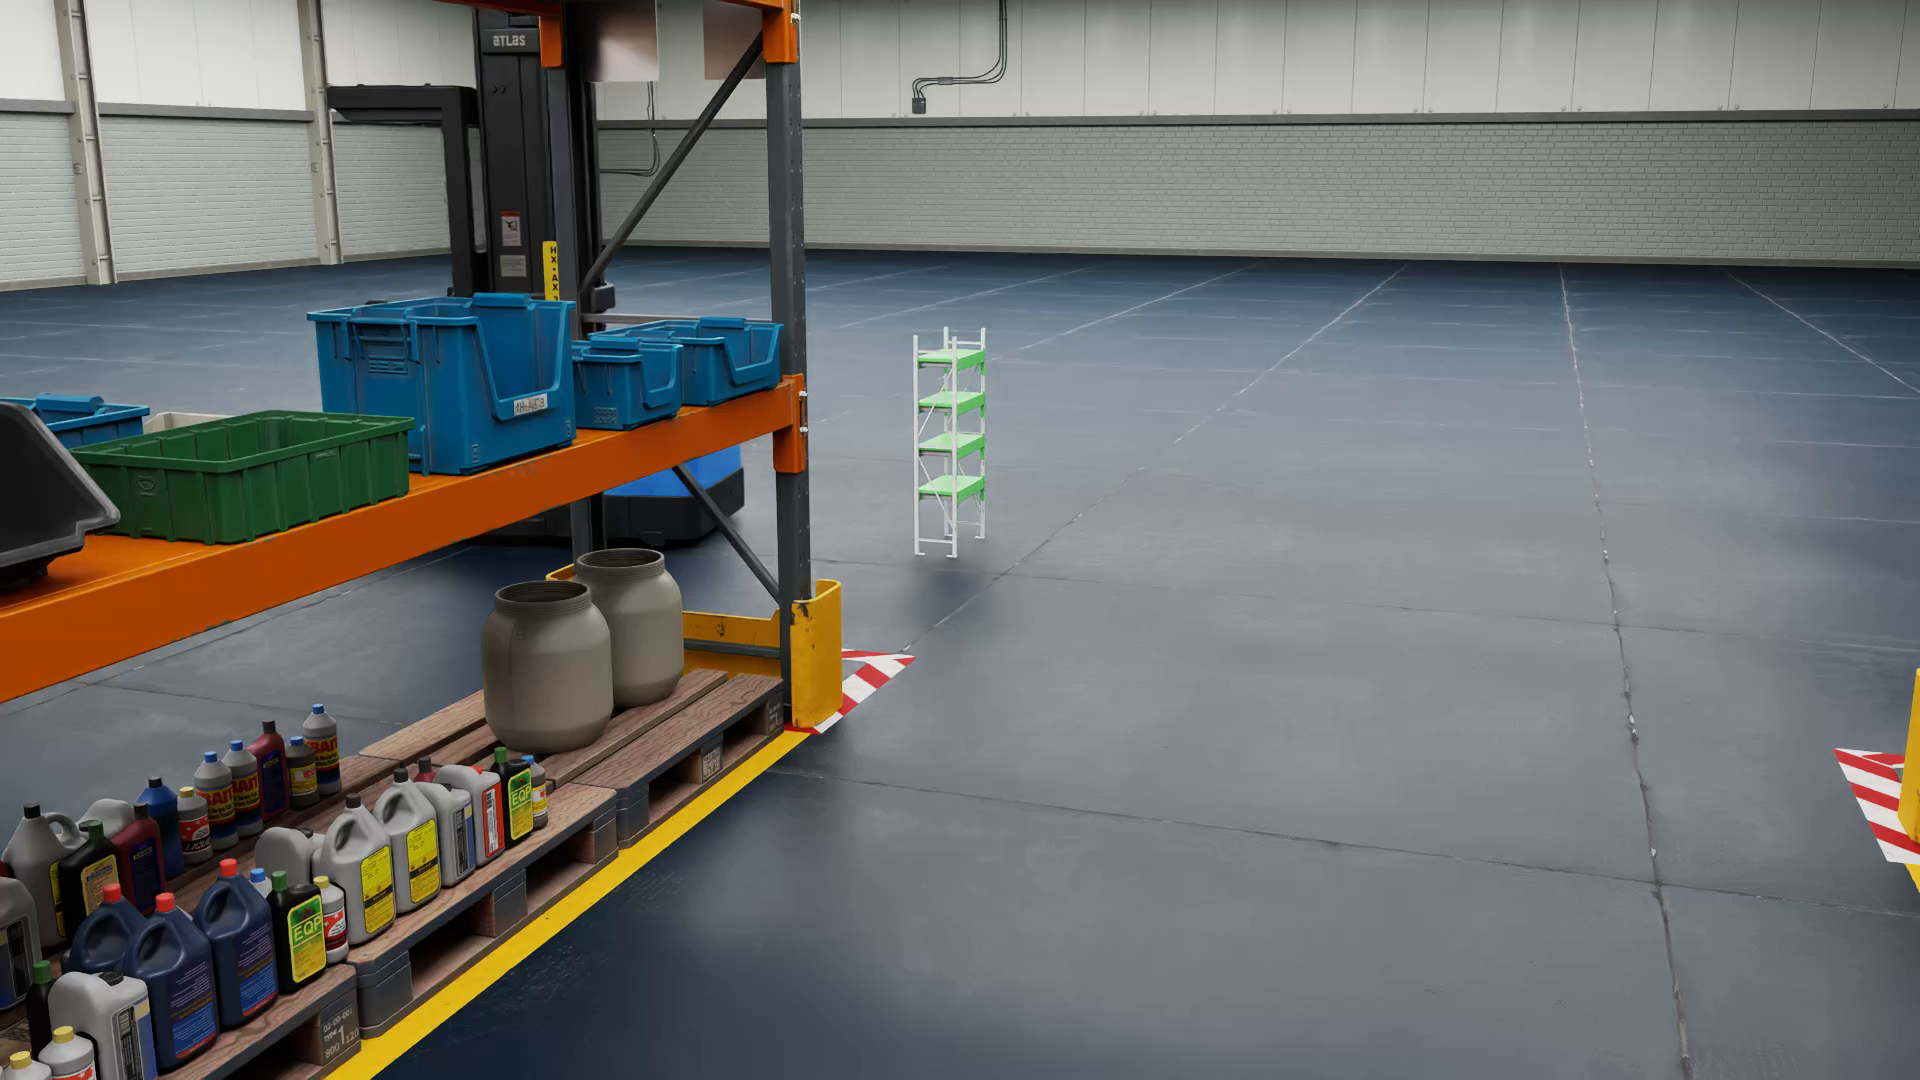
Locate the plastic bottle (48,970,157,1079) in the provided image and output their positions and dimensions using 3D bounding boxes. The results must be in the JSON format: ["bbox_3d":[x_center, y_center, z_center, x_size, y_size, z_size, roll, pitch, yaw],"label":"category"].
[{"bbox_3d":[-1.774,1.012,3.447,0.152,0.276,0.135,5,14,20],"label":"plastic bottle"}]

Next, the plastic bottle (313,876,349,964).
[{"bbox_3d":[-1.542,0.916,4.034,0.097,0.201,0.097,0,13,0],"label":"plastic bottle"}]

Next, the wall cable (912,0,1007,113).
[{"bbox_3d":[-0.027,-12.921,38.232,2.305,6.003,0.169,4,14,18],"label":"wall cable"}]

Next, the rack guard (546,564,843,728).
[{"bbox_3d":[-1.057,0.400,6.613,1.175,0.500,0.348,4,14,18],"label":"rack guard"}]

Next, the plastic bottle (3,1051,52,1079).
[{"bbox_3d":[-1.820,1.097,3.242,0.097,0.201,0.097,0,13,0],"label":"plastic bottle"}]

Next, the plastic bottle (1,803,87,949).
[{"bbox_3d":[-2.269,0.816,4.136,0.144,0.351,0.185,4,14,18],"label":"plastic bottle"}]

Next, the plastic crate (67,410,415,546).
[{"bbox_3d":[-1.665,-0.158,3.917,0.450,0.188,0.662,4,14,18],"label":"plastic crate"}]

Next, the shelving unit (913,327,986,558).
[{"bbox_3d":[-0.054,-0.550,9.202,0.258,1.200,0.503,4,14,18],"label":"shelving unit"}]

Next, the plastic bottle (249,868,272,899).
[{"bbox_3d":[-1.644,0.906,3.920,0.097,0.271,0.097,0,13,0],"label":"plastic bottle"}]

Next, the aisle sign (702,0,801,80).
[{"bbox_3d":[-0.772,-2.099,6.103,0.394,0.787,0.004,4,14,18],"label":"aisle sign"}]

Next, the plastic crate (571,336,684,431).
[{"bbox_3d":[-1.171,-0.503,5.283,0.499,0.251,0.408,4,14,18],"label":"plastic crate"}]

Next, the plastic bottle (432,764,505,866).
[{"bbox_3d":[-1.363,0.744,4.618,0.152,0.276,0.135,4,14,19],"label":"plastic bottle"}]

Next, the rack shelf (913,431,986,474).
[{"bbox_3d":[-0.054,-0.488,9.216,0.258,0.148,0.480,4,14,18],"label":"rack shelf"}]

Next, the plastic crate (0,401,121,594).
[{"bbox_3d":[-2.081,-0.067,3.180,0.767,0.338,0.504,4,14,18],"label":"plastic crate"}]

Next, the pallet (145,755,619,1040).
[{"bbox_3d":[-1.721,0.967,4.776,1.003,0.211,1.213,4,14,18],"label":"pallet"}]

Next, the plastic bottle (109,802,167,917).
[{"bbox_3d":[-2.111,0.823,4.259,0.061,0.283,0.133,4,14,18],"label":"plastic bottle"}]

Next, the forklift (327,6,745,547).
[{"bbox_3d":[-2.867,-1.521,9.566,3.031,2.935,1.130,2,13,8],"label":"forklift"}]

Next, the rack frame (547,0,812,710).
[{"bbox_3d":[-1.077,-0.838,6.420,1.000,3.000,0.127,4,14,18],"label":"rack frame"}]

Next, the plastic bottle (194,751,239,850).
[{"bbox_3d":[-2.101,0.730,4.692,0.097,0.271,0.097,0,13,0],"label":"plastic bottle"}]

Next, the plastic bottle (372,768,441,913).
[{"bbox_3d":[-1.458,0.772,4.327,0.144,0.351,0.185,5,14,21],"label":"plastic bottle"}]

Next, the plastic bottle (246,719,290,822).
[{"bbox_3d":[-2.049,0.677,4.896,0.061,0.283,0.133,5,14,19],"label":"plastic bottle"}]

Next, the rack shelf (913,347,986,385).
[{"bbox_3d":[-0.054,-0.956,9.109,0.258,0.148,0.480,4,14,18],"label":"rack shelf"}]

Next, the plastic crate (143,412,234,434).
[{"bbox_3d":[-2.085,-0.228,4.337,0.530,0.136,0.437,4,14,18],"label":"plastic crate"}]

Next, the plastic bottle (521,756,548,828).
[{"bbox_3d":[-1.256,0.730,4.850,0.097,0.201,0.097,0,13,0],"label":"plastic bottle"}]

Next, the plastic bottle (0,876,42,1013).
[{"bbox_3d":[-2.225,0.926,3.823,0.152,0.276,0.135,4,14,18],"label":"plastic bottle"}]

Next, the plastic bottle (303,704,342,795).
[{"bbox_3d":[-1.958,0.637,5.100,0.097,0.271,0.097,0,13,0],"label":"plastic bottle"}]

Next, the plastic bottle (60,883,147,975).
[{"bbox_3d":[-1.853,0.930,3.635,0.144,0.351,0.185,4,14,18],"label":"plastic bottle"}]

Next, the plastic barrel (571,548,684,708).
[{"bbox_3d":[-1.217,0.314,6.019,0.421,0.512,0.421,0,13,0],"label":"plastic barrel"}]

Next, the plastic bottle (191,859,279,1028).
[{"bbox_3d":[-1.656,0.901,3.764,0.144,0.351,0.185,4,13,16],"label":"plastic bottle"}]

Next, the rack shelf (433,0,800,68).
[{"bbox_3d":[-1.724,-1.529,4.321,1.077,0.370,4.000,4,14,18],"label":"rack shelf"}]

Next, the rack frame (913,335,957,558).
[{"bbox_3d":[-0.133,-0.499,8.977,0.240,1.200,0.015,4,14,18],"label":"rack frame"}]

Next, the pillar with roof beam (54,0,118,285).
[{"bbox_3d":[-11.019,-8.588,26.892,9.100,9.000,0.400,4,14,18],"label":"pillar with roof beam"}]

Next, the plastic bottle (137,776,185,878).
[{"bbox_3d":[-2.167,0.773,4.505,0.097,0.271,0.097,0,13,0],"label":"plastic bottle"}]
